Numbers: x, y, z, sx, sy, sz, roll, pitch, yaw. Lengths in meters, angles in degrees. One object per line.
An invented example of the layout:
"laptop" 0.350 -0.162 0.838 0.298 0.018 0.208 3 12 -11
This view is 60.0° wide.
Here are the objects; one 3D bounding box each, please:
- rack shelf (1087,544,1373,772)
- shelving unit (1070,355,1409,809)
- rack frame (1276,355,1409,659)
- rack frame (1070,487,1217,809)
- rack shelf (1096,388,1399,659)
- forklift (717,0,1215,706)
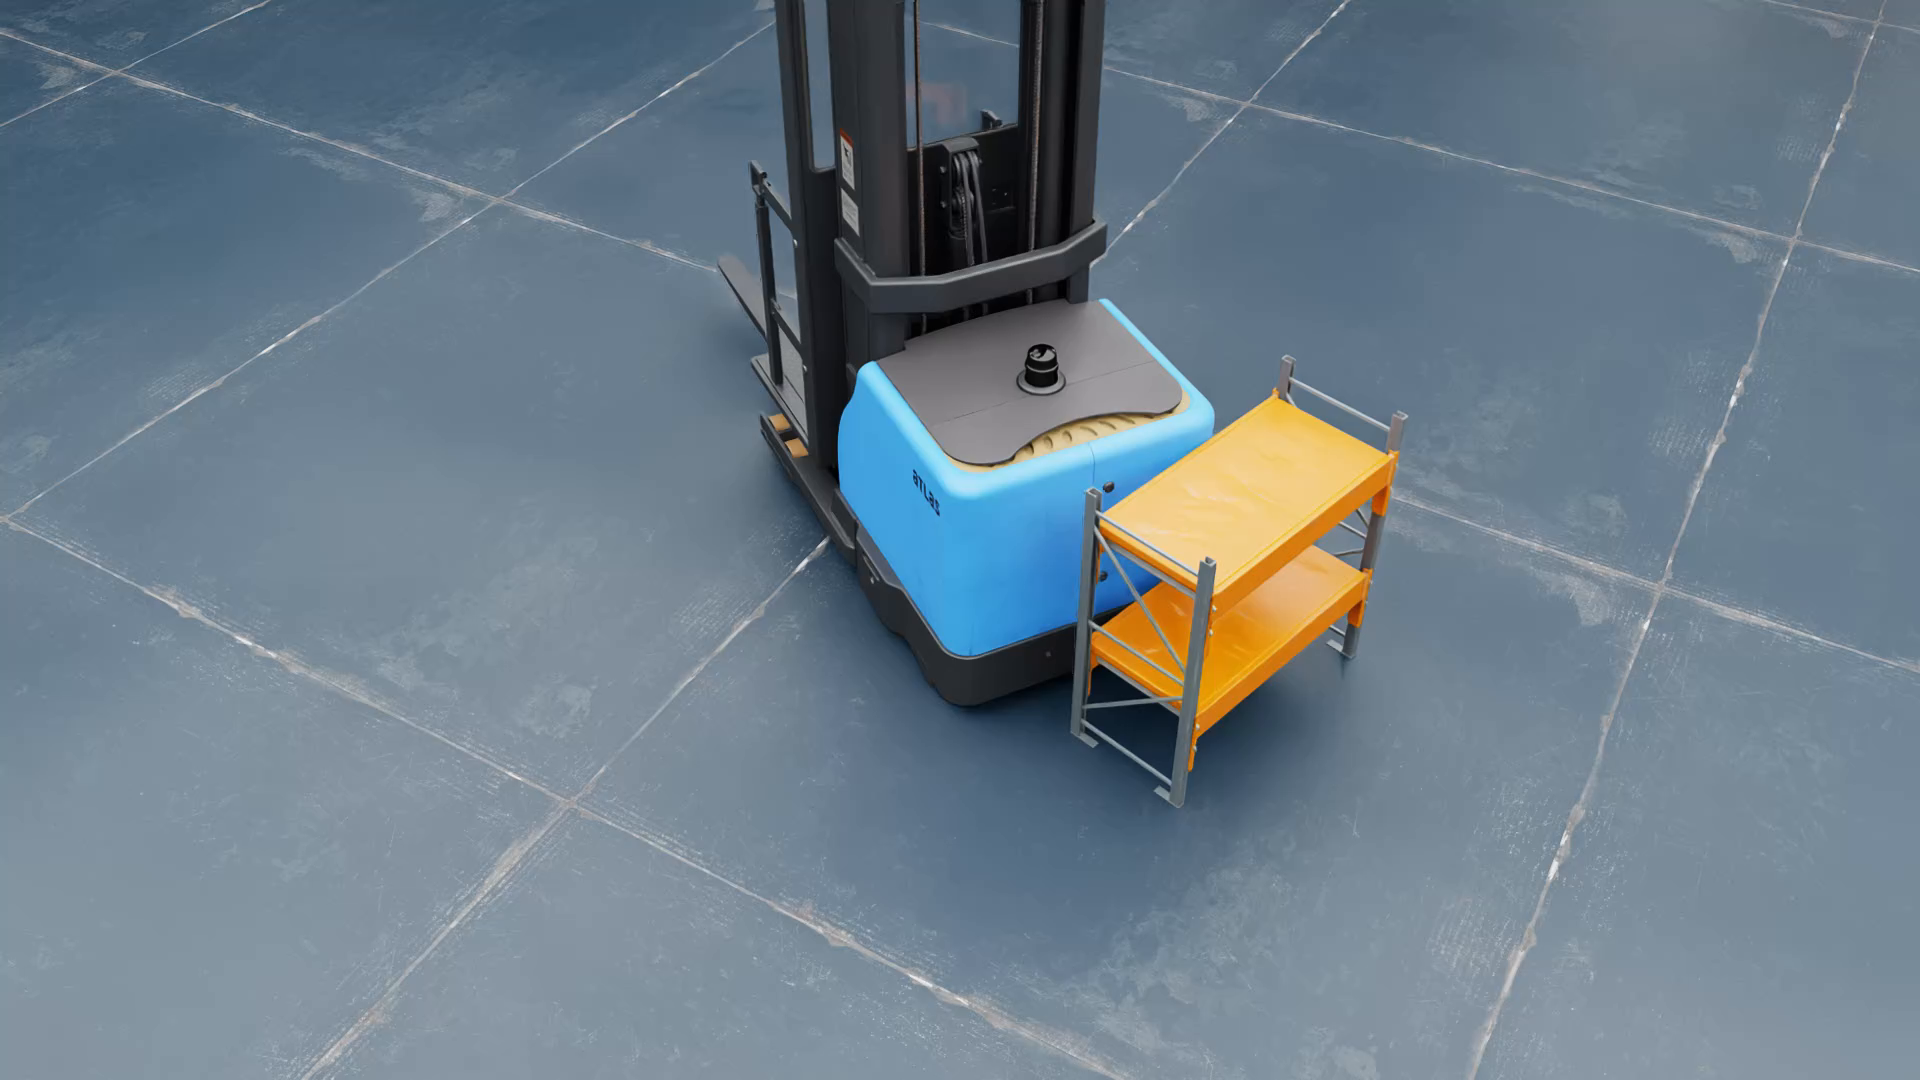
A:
"rack shelf" 0.942 0.323 5.902 0.538 0.278 1.000 33 51 32
"shelving unit" 0.942 0.140 5.740 0.538 1.125 1.048 33 51 32
"rack frame" 1.301 -0.098 6.011 0.500 1.125 0.032 33 51 32
"rack frame" 0.583 0.377 5.470 0.500 1.125 0.032 33 51 32
"rack shelf" 0.942 -0.080 5.547 0.538 0.278 1.000 33 51 32
"forklift" -0.204 -1.479 6.212 1.130 2.935 3.031 -18 44 -19
